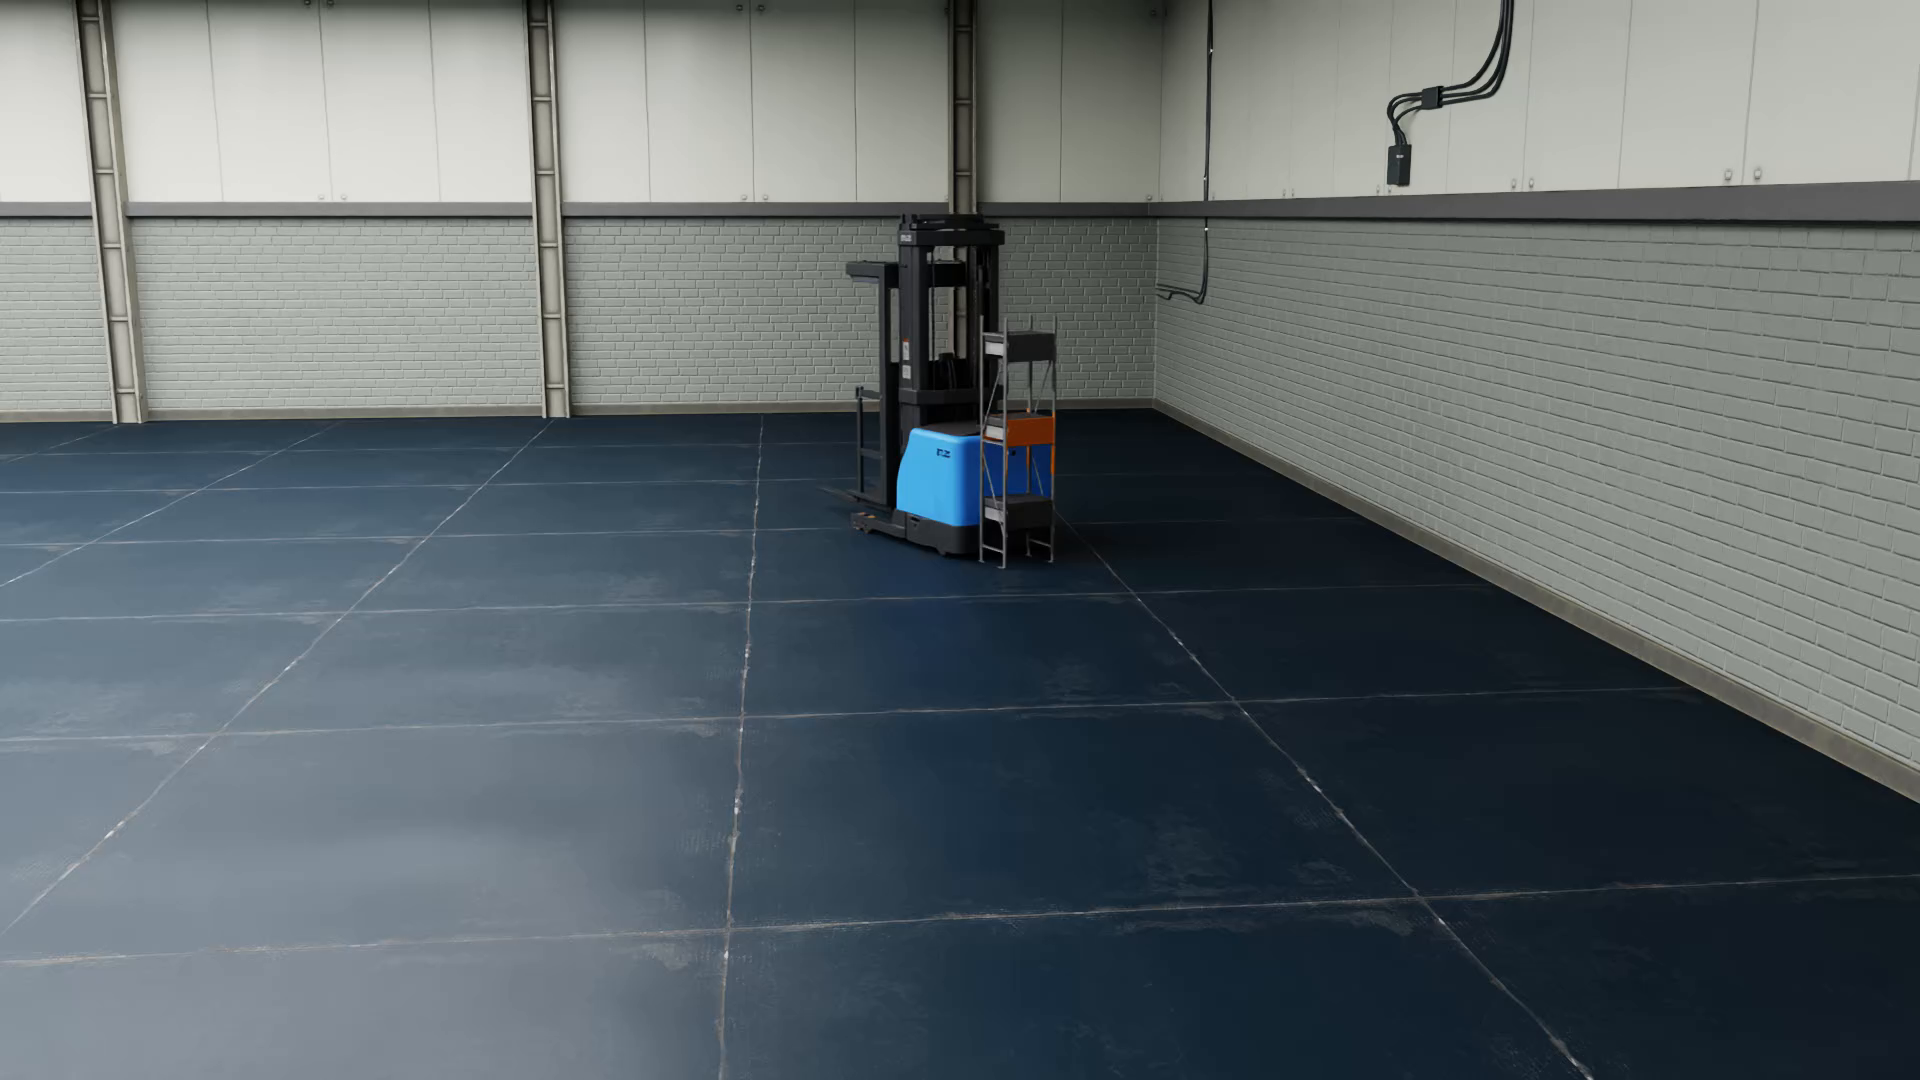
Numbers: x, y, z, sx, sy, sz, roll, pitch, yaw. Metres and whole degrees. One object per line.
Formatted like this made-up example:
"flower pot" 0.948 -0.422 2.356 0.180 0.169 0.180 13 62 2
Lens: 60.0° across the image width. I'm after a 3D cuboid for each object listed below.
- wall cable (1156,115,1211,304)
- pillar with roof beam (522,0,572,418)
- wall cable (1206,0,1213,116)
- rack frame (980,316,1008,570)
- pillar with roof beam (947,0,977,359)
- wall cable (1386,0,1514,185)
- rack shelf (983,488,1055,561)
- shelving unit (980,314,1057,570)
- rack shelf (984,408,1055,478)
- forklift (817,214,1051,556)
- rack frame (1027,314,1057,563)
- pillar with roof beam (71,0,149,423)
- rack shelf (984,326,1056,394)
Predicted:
"wall cable" 3.104 -4.646 23.603 0.112 2.526 3.097 -1 11 -6
"pillar with roof beam" -5.468 -5.411 19.446 0.400 9.000 9.100 -1 11 -6
"wall cable" 3.396 -6.605 20.477 0.112 2.526 3.097 -1 11 -6
"rack frame" 0.280 -0.813 13.944 0.015 2.100 0.400 -7 13 -31
"pillar with roof beam" 0.497 -5.536 20.082 0.400 9.000 9.100 -1 11 -6
"wall cable" 4.113 -6.017 13.713 0.169 6.003 2.305 -1 11 -6
"rack shelf" 0.488 -0.138 14.207 0.480 0.518 0.431 -7 13 -31
"shelving unit" 0.488 -0.838 14.069 0.503 2.100 0.431 -7 13 -31
"rack shelf" 0.488 -0.825 14.072 0.480 0.518 0.431 -7 13 -31
"forklift" -0.373 -1.542 15.497 1.130 2.935 3.031 -7 13 -31
"rack frame" 0.697 -0.862 14.194 0.015 2.100 0.400 -7 13 -31
"pillar with roof beam" -11.433 -5.286 18.810 0.400 9.000 9.100 -1 11 -6
"rack shelf" 0.488 -1.511 13.937 0.480 0.518 0.431 -7 13 -31
